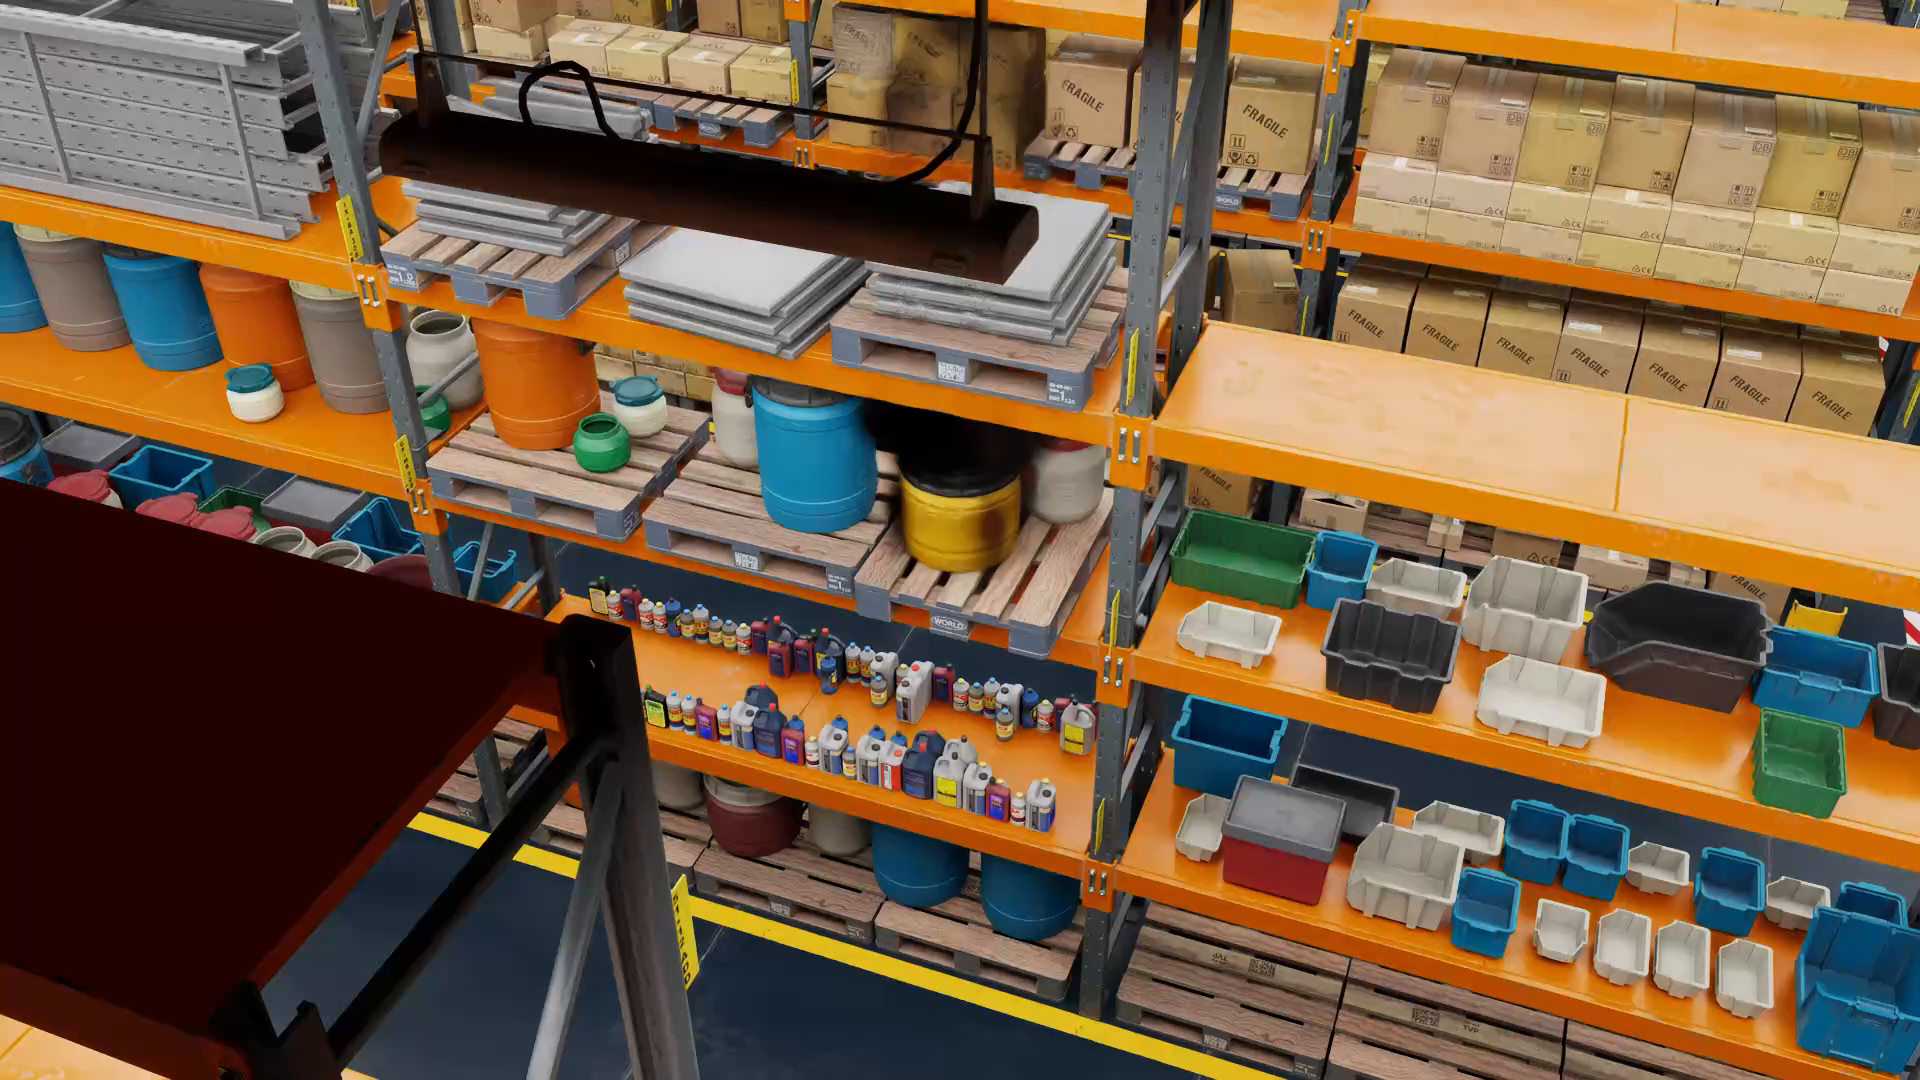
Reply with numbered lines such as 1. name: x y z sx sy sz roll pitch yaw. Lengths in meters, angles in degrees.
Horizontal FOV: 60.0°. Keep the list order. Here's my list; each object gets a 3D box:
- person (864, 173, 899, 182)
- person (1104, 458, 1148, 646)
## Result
1. person: -0.696 -3.439 16.712 0.705 1.639 0.547 6 37 8
2. person: 1.078 0.140 11.829 0.836 1.673 0.559 7 37 9
